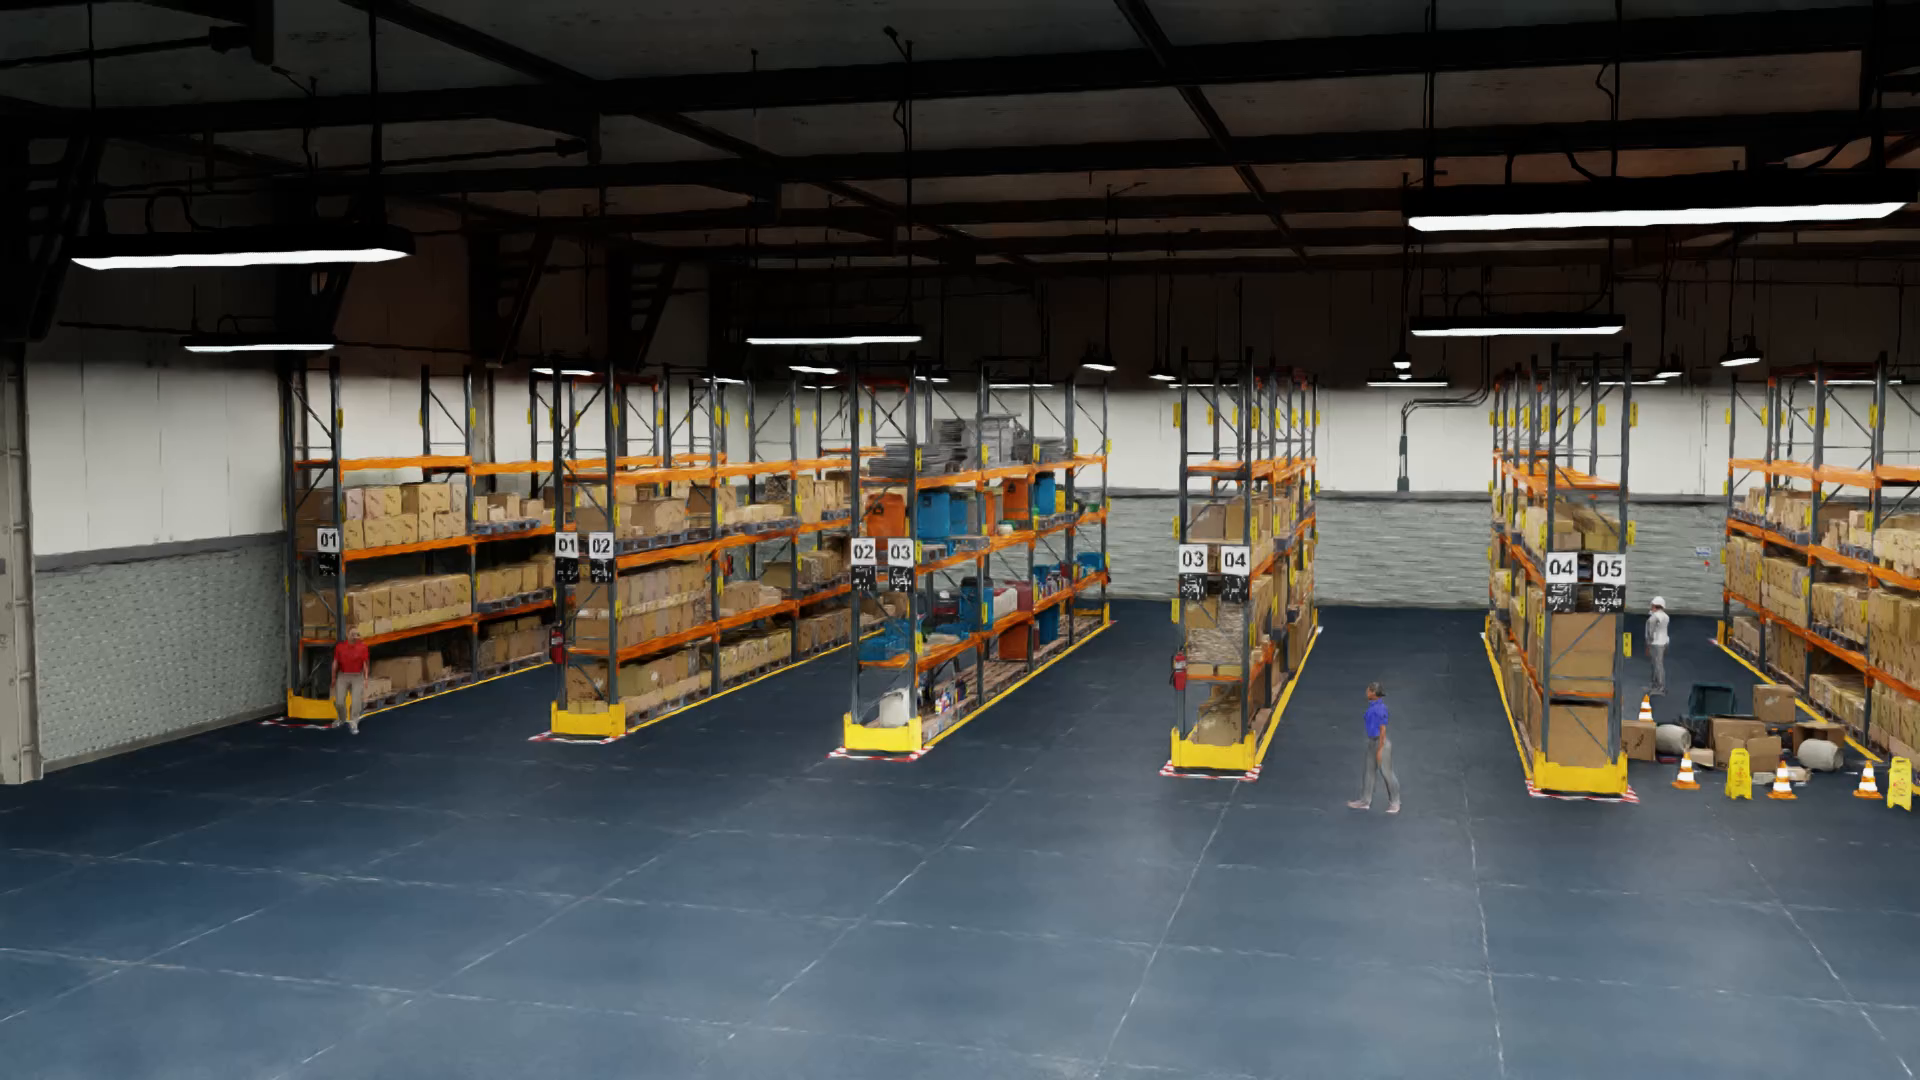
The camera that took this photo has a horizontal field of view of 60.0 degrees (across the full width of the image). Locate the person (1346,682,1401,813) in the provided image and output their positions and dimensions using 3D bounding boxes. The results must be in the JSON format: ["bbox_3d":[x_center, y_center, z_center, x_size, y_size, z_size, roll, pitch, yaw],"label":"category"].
[{"bbox_3d":[5.292,2.621,21.175,0.606,1.643,0.592,0,4,-5],"label":"person"}]

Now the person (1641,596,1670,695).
[{"bbox_3d":[12.596,1.893,30.124,0.628,1.768,0.569,-4,6,-44],"label":"person"}]

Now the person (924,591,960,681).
[{"bbox_3d":[-0.293,1.818,31.652,0.569,1.706,1.042,2,5,24],"label":"person"}]

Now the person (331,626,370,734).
[{"bbox_3d":[-9.705,2.207,26.450,0.598,1.719,0.550,-2,5,-22],"label":"person"}]
